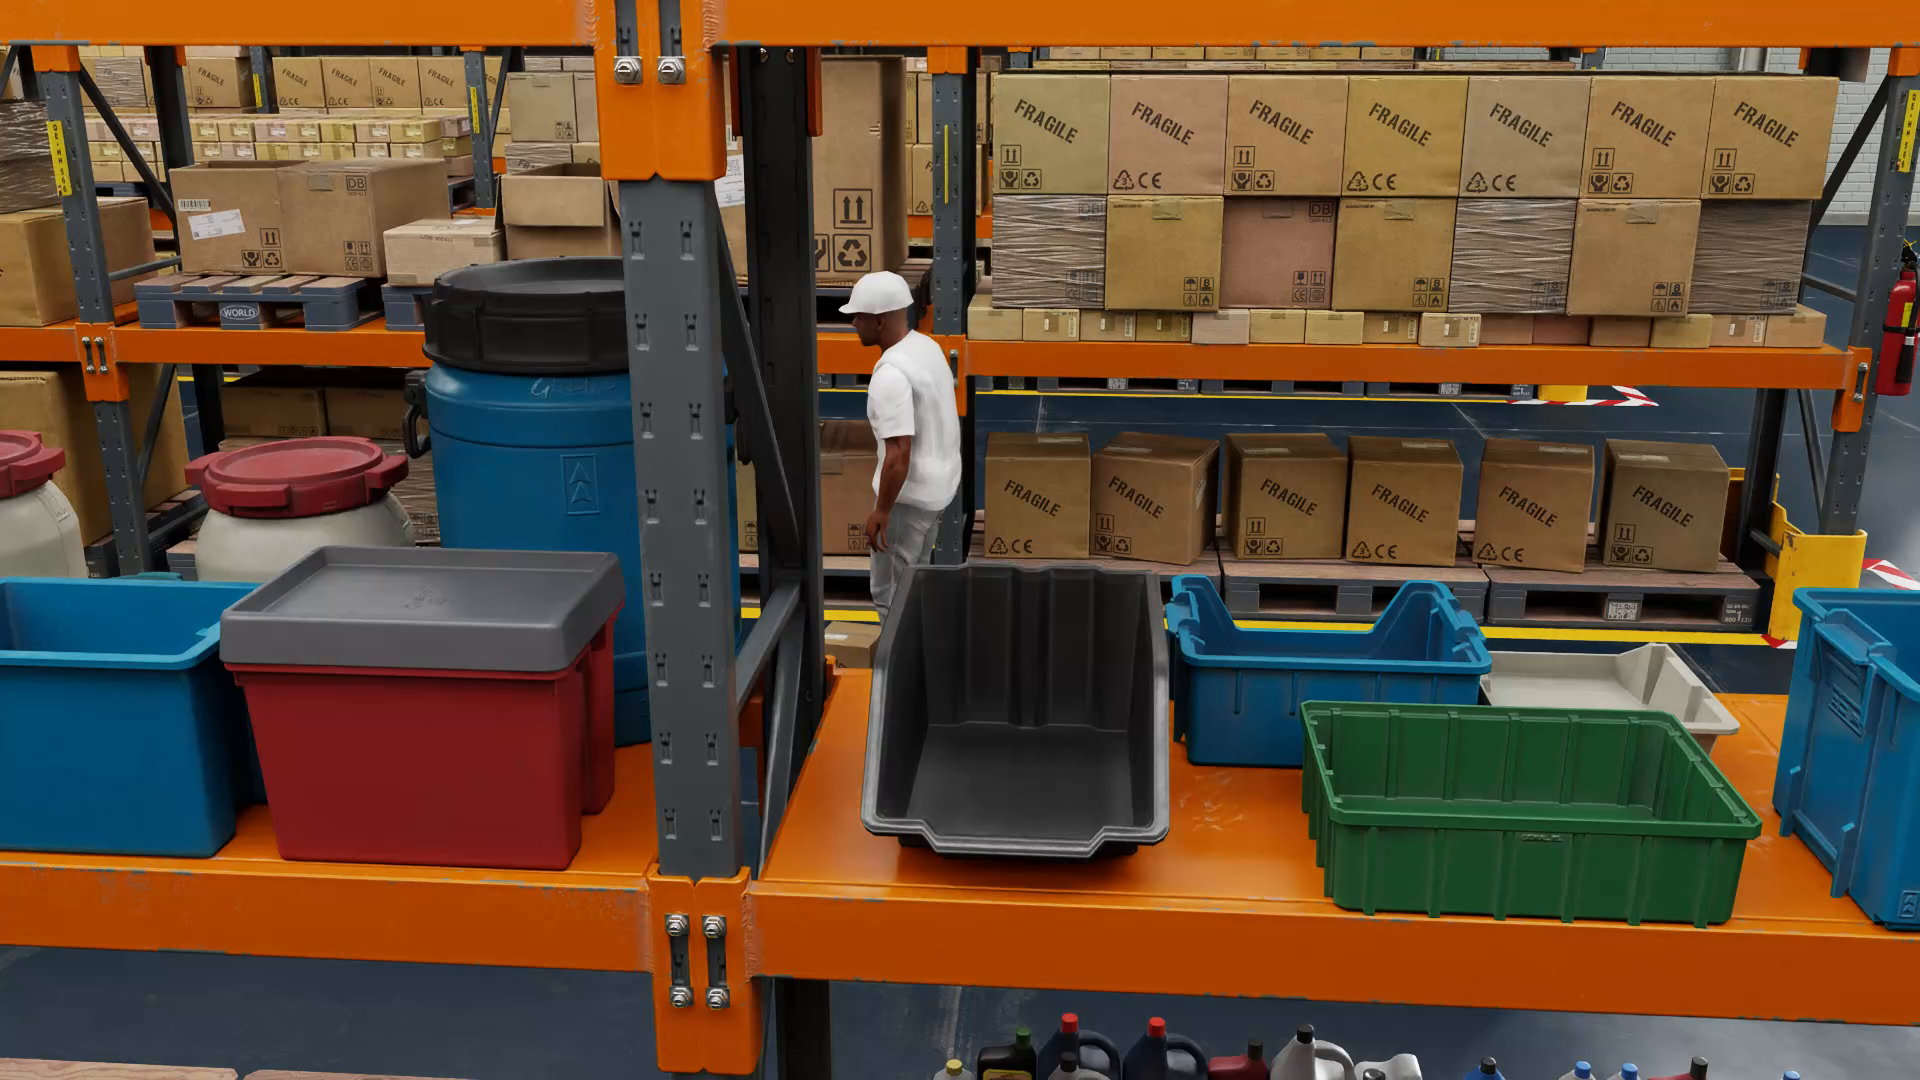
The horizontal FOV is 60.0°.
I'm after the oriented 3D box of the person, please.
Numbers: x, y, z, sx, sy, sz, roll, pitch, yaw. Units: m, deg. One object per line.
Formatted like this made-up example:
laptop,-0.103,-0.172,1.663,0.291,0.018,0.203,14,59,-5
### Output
person,-0.235,-0.193,6.636,0.461,1.759,0.631,4,18,14
